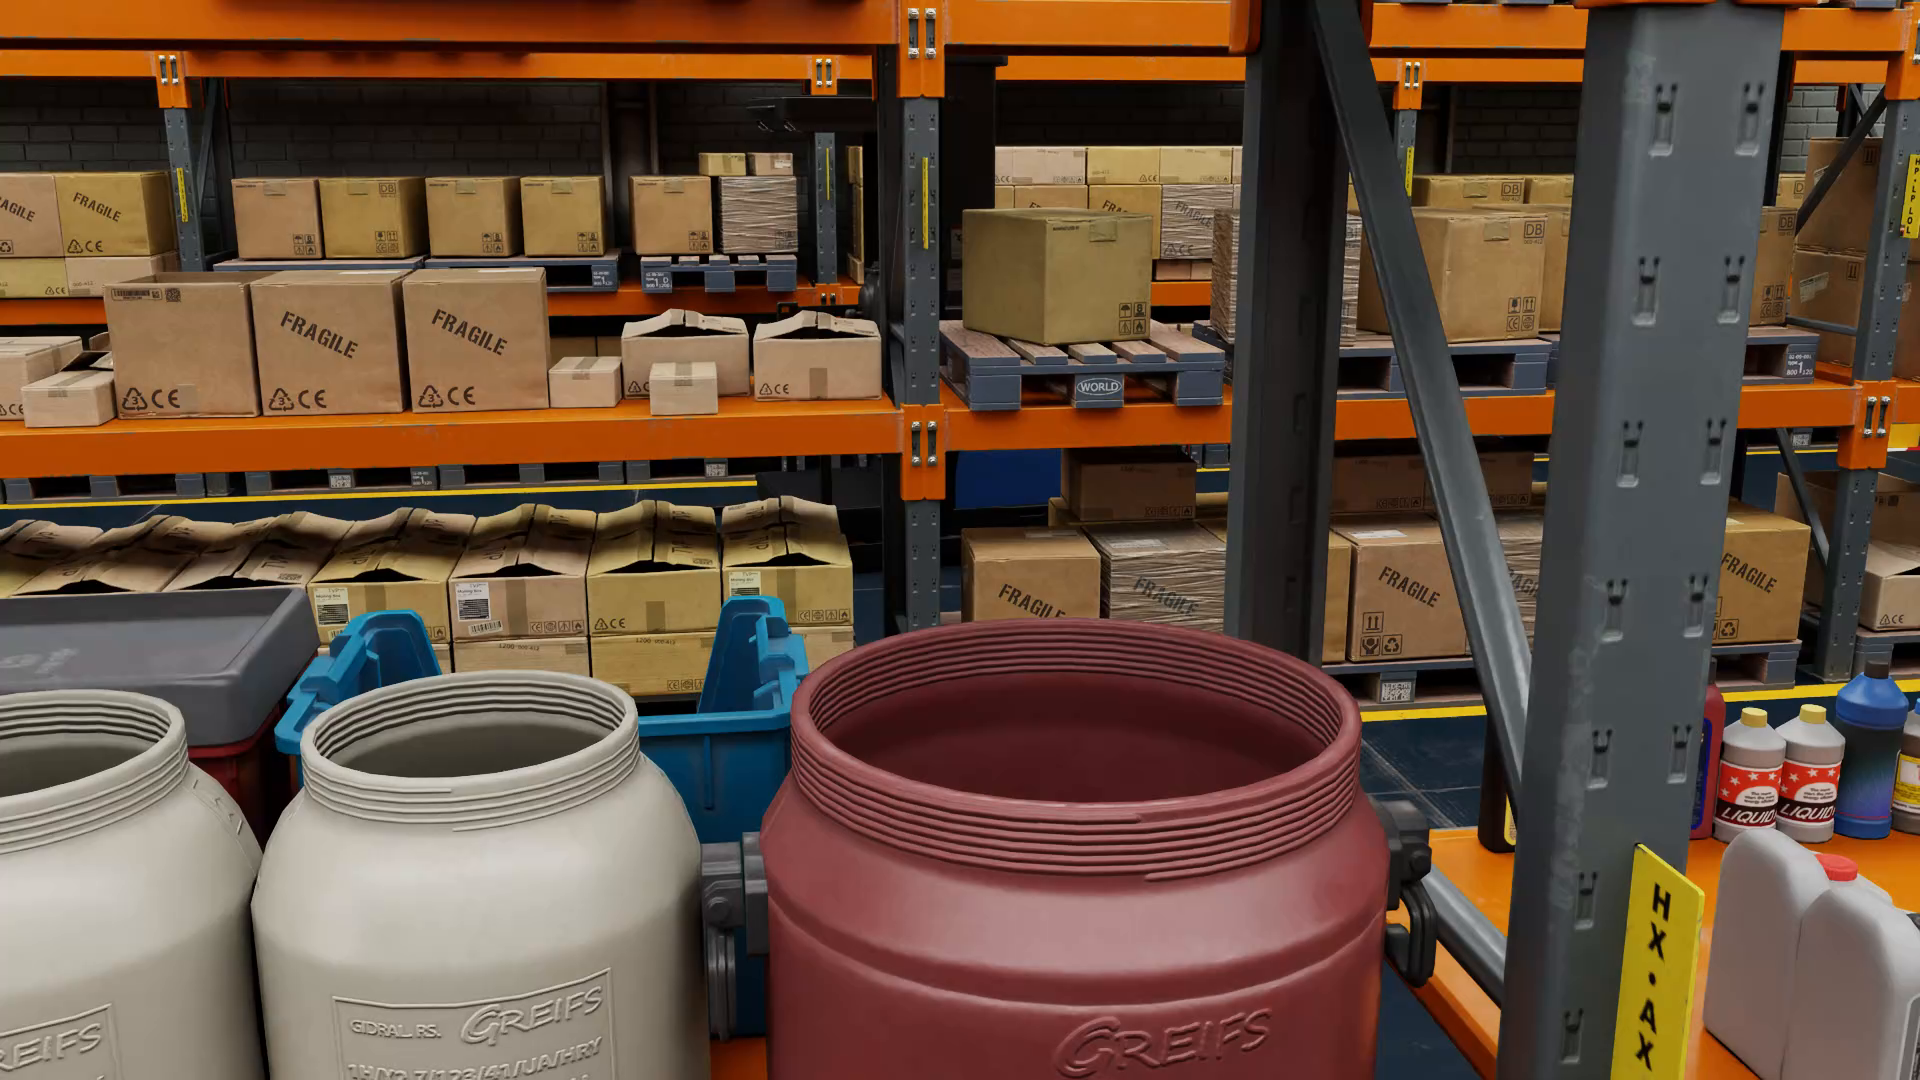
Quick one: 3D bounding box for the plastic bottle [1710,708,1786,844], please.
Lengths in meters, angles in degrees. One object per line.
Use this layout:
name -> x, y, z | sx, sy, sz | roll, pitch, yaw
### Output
plastic bottle -> 1.202, 0.357, 2.540 | 0.097, 0.201, 0.097 | 0, 14, 0

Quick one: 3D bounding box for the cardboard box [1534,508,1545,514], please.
cardboard box -> 2.807, 0.151, 7.186 | 0.500, 0.500, 0.500 | -2, 14, -8

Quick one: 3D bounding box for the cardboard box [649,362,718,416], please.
cardboard box -> -1.061, -0.585, 6.403 | 0.250, 0.149, 0.380 | -2, 14, -8

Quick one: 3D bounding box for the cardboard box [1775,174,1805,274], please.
cardboard box -> 5.735, -2.382, 12.438 | 0.700, 0.700, 0.980 | -2, 14, -9

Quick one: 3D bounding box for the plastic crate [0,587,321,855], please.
plastic crate -> -1.123, 0.340, 2.068 | 0.583, 0.464, 0.402 | -2, 14, -8

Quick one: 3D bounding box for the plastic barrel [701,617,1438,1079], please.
plastic barrel -> 0.107, 0.410, 1.641 | 0.708, 0.536, 0.600 | -2, 14, -8

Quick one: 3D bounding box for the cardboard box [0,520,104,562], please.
cardboard box -> -3.811, 0.114, 6.738 | 0.500, 0.311, 0.500 | -2, 14, -8

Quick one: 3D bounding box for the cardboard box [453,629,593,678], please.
cardboard box -> -1.704, 0.439, 6.593 | 0.500, 0.250, 0.500 | -2, 14, -7

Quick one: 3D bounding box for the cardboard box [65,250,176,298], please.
cardboard box -> -5.334, -1.699, 10.597 | 0.500, 0.250, 0.500 | -2, 14, -8

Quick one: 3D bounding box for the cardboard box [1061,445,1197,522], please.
cardboard box -> 0.732, -0.264, 7.299 | 0.500, 0.250, 0.500 | -2, 14, -6

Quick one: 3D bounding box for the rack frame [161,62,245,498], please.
rack frame -> -4.910, -1.852, 10.940 | 0.127, 3.000, 1.000 | -2, 14, -8

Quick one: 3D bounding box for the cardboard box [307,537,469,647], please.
cardboard box -> -2.203, 0.186, 6.449 | 0.500, 0.311, 0.500 | -2, 14, -7

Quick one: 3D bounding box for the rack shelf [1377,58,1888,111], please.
rack shelf -> 4.978, -3.320, 12.108 | 4.000, 0.370, 1.077 | -2, 14, -8

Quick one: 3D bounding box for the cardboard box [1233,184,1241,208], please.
cardboard box -> 2.079, -2.246, 11.653 | 0.500, 0.500, 0.500 | -2, 14, -8

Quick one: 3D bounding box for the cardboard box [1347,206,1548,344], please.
cardboard box -> 2.004, -1.124, 6.967 | 0.500, 0.500, 0.700 | -6, 15, -23

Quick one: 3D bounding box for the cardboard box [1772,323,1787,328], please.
cardboard box -> 6.372, -1.596, 12.861 | 0.250, 0.149, 0.380 | -2, 14, -8

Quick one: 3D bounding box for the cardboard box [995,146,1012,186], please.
cardboard box -> 0.064, -2.537, 11.273 | 0.500, 0.250, 0.500 | -2, 14, -9

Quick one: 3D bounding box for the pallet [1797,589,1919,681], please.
pallet -> 4.421, 0.378, 7.783 | 1.213, 0.211, 1.003 | -2, 14, -8

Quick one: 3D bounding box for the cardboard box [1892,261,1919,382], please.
cardboard box -> 4.287, -0.952, 7.145 | 0.500, 0.500, 0.500 | -2, 14, -7

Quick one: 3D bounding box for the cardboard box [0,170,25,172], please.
cardboard box -> -6.412, -2.151, 10.859 | 0.500, 0.500, 0.500 | -2, 14, -7

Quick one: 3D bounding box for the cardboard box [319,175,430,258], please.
cardboard box -> -3.848, -2.143, 10.989 | 0.500, 0.500, 0.700 | -1, 14, -3

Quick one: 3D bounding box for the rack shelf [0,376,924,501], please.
rack shelf -> -2.191, -0.384, 6.566 | 4.000, 0.370, 1.077 | -2, 14, -8

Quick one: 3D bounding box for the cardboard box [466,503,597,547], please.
cardboard box -> -1.798, 0.040, 7.033 | 0.500, 0.311, 0.500 | -2, 14, -10

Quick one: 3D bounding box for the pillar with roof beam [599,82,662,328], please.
pillar with roof beam -> -1.728, -4.032, 7.301 | 0.400, 9.000, 9.100 | -2, 14, -8

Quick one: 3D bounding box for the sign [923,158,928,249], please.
sign -> -0.127, -1.234, 6.094 | 0.005, 0.325, 0.100 | -2, 14, -8

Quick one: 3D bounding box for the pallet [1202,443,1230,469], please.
pallet -> 2.249, -0.743, 12.251 | 1.213, 0.211, 1.003 | -2, 14, -8

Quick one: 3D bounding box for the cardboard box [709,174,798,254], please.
cardboard box -> -1.418, -2.239, 11.375 | 0.500, 0.500, 0.700 | -4, 15, -15

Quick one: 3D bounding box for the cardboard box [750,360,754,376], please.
cardboard box -> -1.659, -0.959, 11.614 | 0.500, 0.500, 0.700 | -2, 14, -8

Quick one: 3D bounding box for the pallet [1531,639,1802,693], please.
pallet -> 2.943, 0.441, 7.531 | 1.213, 0.211, 1.003 | -2, 14, -8

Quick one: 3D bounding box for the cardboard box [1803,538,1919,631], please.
cardboard box -> 4.189, 0.177, 7.472 | 0.500, 0.311, 0.500 | -2, 14, -8

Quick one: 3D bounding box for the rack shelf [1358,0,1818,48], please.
rack shelf -> 2.499, -0.792, 2.027 | 4.000, 0.370, 1.077 | -2, 14, -8

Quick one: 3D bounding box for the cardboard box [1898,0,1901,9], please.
cardboard box -> 4.260, -2.291, 6.831 | 0.500, 0.250, 0.500 | -2, 14, -8

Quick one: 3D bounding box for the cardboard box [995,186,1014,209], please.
cardboard box -> 0.083, -2.172, 11.359 | 0.500, 0.500, 0.500 | -2, 14, -6

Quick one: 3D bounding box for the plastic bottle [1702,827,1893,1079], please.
plastic bottle -> 0.974, 0.472, 1.929 | 0.135, 0.276, 0.152 | -2, 14, -8

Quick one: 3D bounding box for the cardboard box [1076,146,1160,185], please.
cardboard box -> 1.061, -2.576, 11.428 | 0.500, 0.250, 0.500 | -2, 14, -9

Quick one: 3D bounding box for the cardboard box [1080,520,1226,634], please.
cardboard box -> 0.796, 0.226, 6.890 | 0.500, 0.500, 0.500 | -3, 14, -10

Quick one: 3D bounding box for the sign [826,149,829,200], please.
sign -> -0.865, -2.390, 10.868 | 0.005, 0.325, 0.100 | -2, 14, -8

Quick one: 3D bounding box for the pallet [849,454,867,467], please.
pallet -> -0.164, -0.655, 11.899 | 1.213, 0.211, 1.003 | -2, 14, -8

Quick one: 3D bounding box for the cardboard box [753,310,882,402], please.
cardboard box -> -0.579, -0.760, 6.767 | 0.500, 0.311, 0.500 | -1, 14, -5

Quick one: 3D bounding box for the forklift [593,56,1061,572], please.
forklift -> -0.604, -1.379, 9.193 | 3.031, 2.935, 1.130 | -4, 15, -16

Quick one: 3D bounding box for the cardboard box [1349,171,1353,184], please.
cardboard box -> 2.577, -2.630, 11.641 | 0.500, 0.250, 0.500 | -2, 14, -7

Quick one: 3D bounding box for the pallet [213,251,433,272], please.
pallet -> -4.133, -1.752, 10.934 | 1.213, 0.211, 1.003 | -2, 14, -8

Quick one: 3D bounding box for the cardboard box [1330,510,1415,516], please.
cardboard box -> 1.706, 0.064, 7.534 | 0.500, 0.500, 0.500 | -3, 14, -10

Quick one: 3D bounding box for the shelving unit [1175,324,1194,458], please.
shelving unit -> 1.102, -0.663, 9.900 | 0.503, 1.200, 0.258 | -4, 15, -16

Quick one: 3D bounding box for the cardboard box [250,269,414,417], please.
cardboard box -> -2.391, -0.770, 6.421 | 0.500, 0.500, 0.500 | -2, 14, -8

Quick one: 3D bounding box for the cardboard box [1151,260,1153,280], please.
cardboard box -> 1.181, -1.907, 11.635 | 0.250, 0.149, 0.380 | -2, 14, -7

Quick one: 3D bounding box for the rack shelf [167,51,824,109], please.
rack shelf -> -2.933, -3.030, 10.952 | 4.000, 0.370, 1.077 | -2, 14, -8

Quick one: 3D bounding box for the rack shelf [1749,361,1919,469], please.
rack shelf -> 5.720, -0.674, 7.722 | 4.000, 0.370, 1.077 | -2, 14, -8
